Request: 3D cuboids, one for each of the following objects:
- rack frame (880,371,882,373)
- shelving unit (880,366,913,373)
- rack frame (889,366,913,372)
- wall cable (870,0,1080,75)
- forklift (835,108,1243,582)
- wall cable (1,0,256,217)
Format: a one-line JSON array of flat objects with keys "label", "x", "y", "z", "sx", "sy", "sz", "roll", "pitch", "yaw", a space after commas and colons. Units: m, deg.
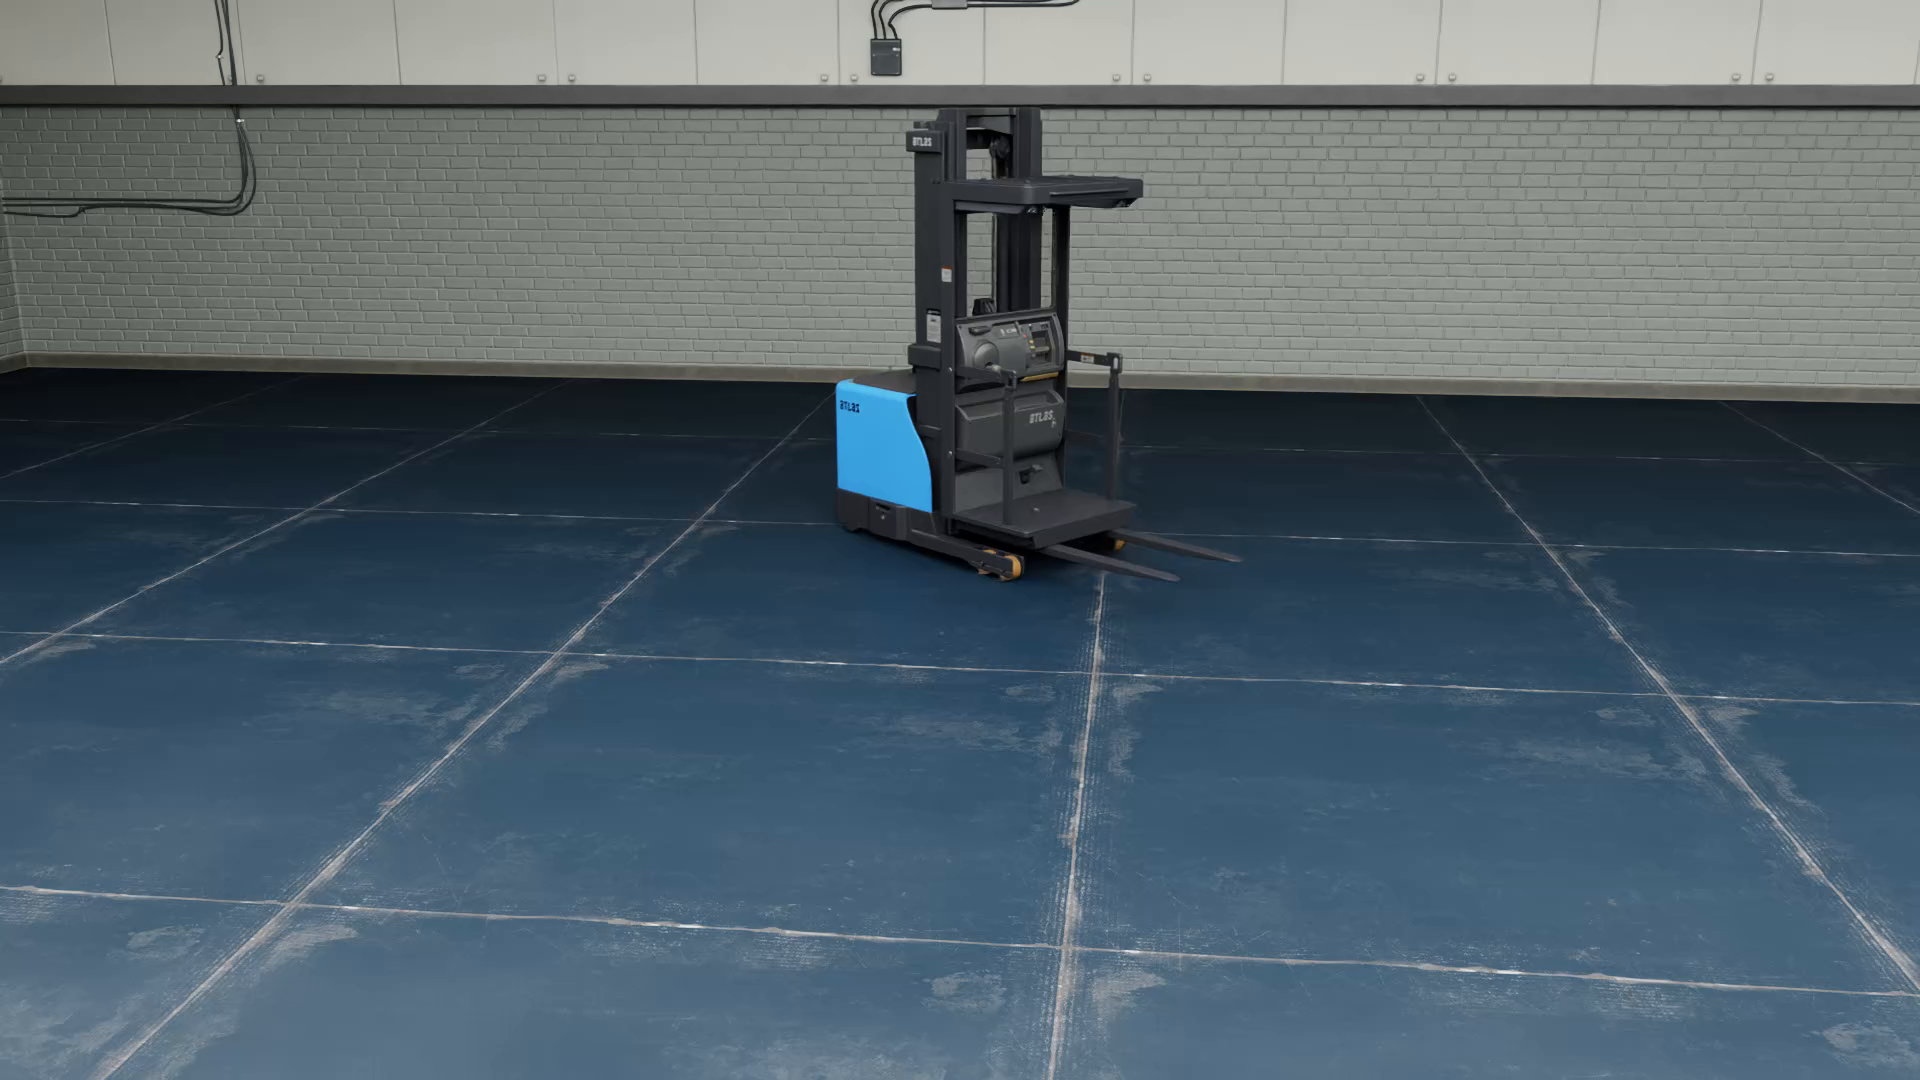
[{"label": "rack frame", "x": -0.491, "y": -0.735, "z": 12.368, "sx": 0.200, "sy": 1.050, "sz": 0.008, "roll": 3, "pitch": 16, "yaw": 13}, {"label": "shelving unit", "x": -0.464, "y": -0.766, "z": 12.482, "sx": 0.215, "sy": 1.050, "sz": 0.252, "roll": 3, "pitch": 16, "yaw": 13}, {"label": "rack frame", "x": -0.436, "y": -0.797, "z": 12.597, "sx": 0.200, "sy": 1.050, "sz": 0.008, "roll": 3, "pitch": 16, "yaw": 13}, {"label": "wall cable", "x": 0.239, "y": -7.624, "z": 16.103, "sx": 2.305, "sy": 6.003, "sz": 0.169, "roll": 2, "pitch": 15, "yaw": 6}, {"label": "forklift", "x": 0.484, "y": -1.302, "z": 10.864, "sx": 1.130, "sy": 2.935, "sz": 3.031, "roll": -14, "pitch": 20, "yaw": -41}, {"label": "wall cable", "x": -9.192, "y": -4.767, "z": 18.002, "sx": 3.097, "sy": 2.526, "sz": 0.112, "roll": 2, "pitch": 15, "yaw": 6}]
